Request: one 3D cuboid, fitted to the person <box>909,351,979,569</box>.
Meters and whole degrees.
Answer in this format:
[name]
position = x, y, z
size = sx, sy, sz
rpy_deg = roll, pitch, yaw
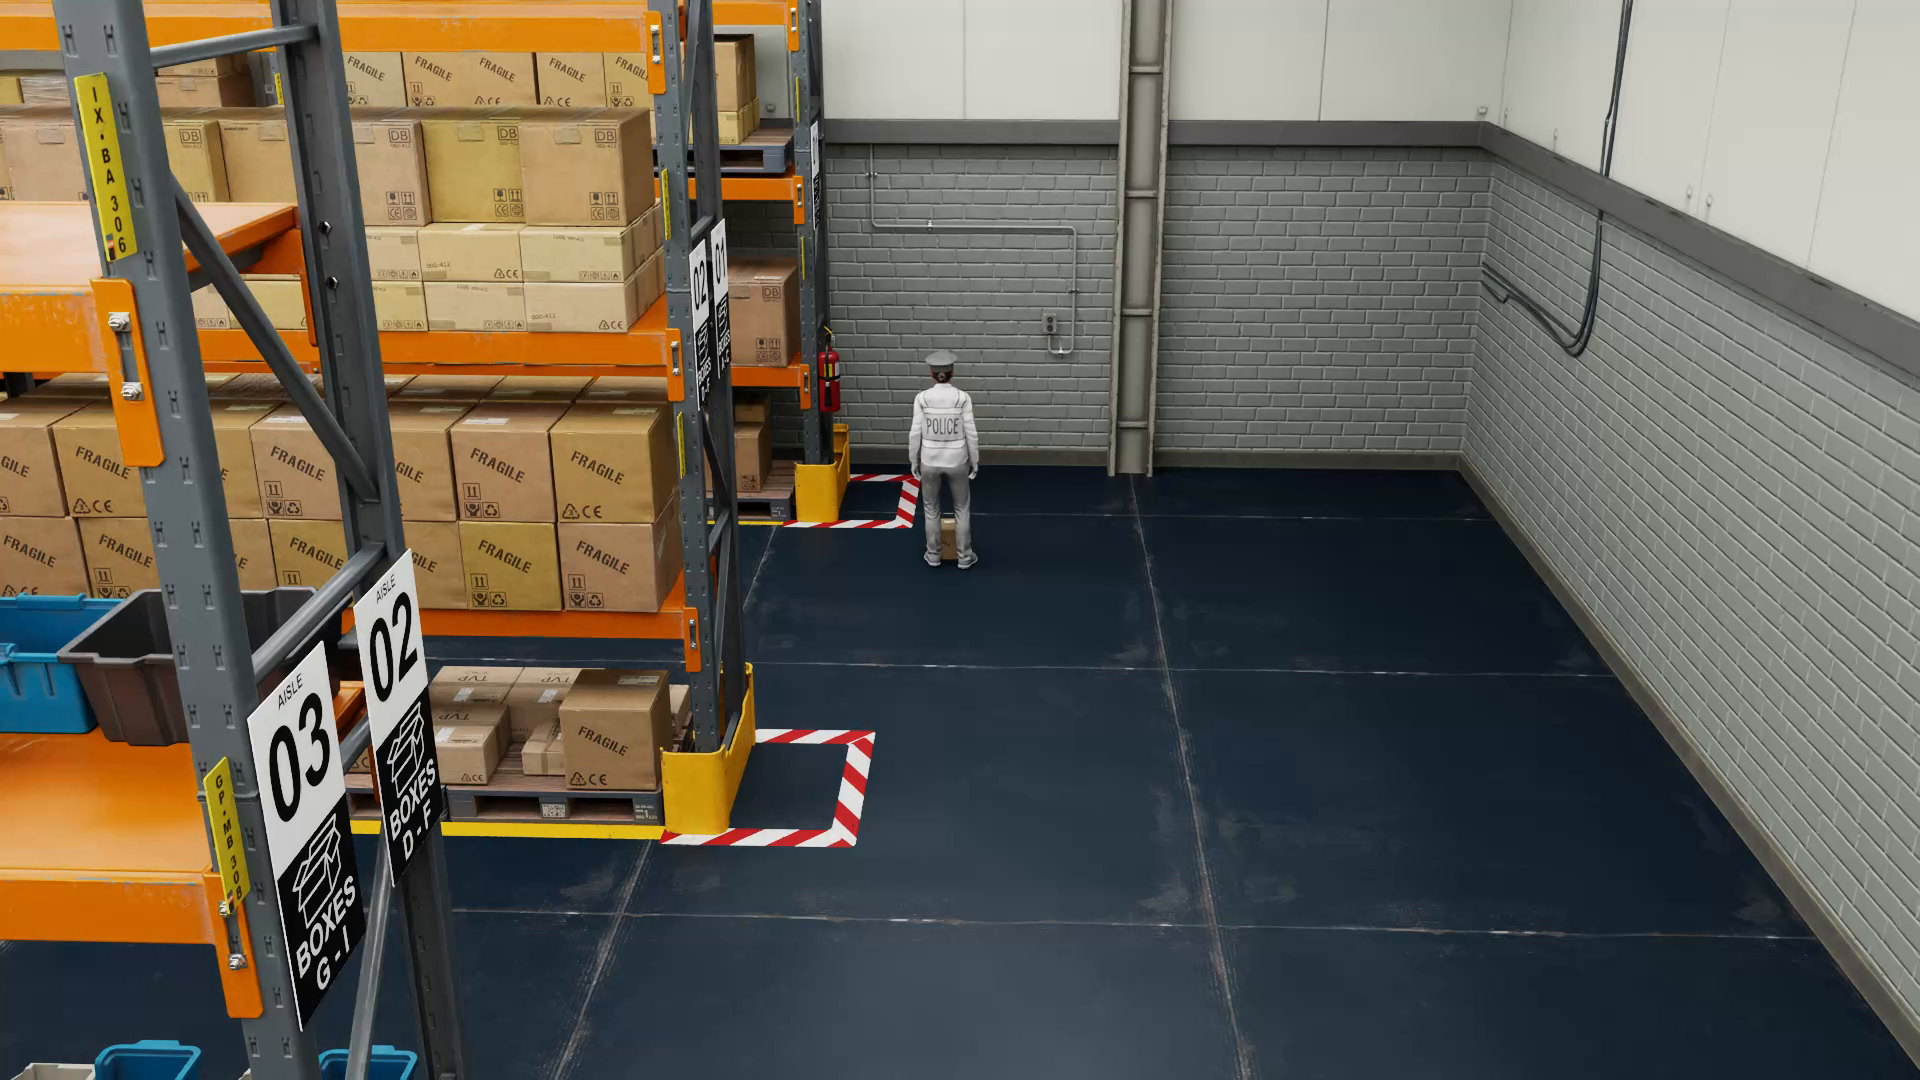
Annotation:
[person]
position = -0.119, -0.588, 12.614
size = 0.529, 1.663, 0.406
rpy_deg = 1, 21, 2
